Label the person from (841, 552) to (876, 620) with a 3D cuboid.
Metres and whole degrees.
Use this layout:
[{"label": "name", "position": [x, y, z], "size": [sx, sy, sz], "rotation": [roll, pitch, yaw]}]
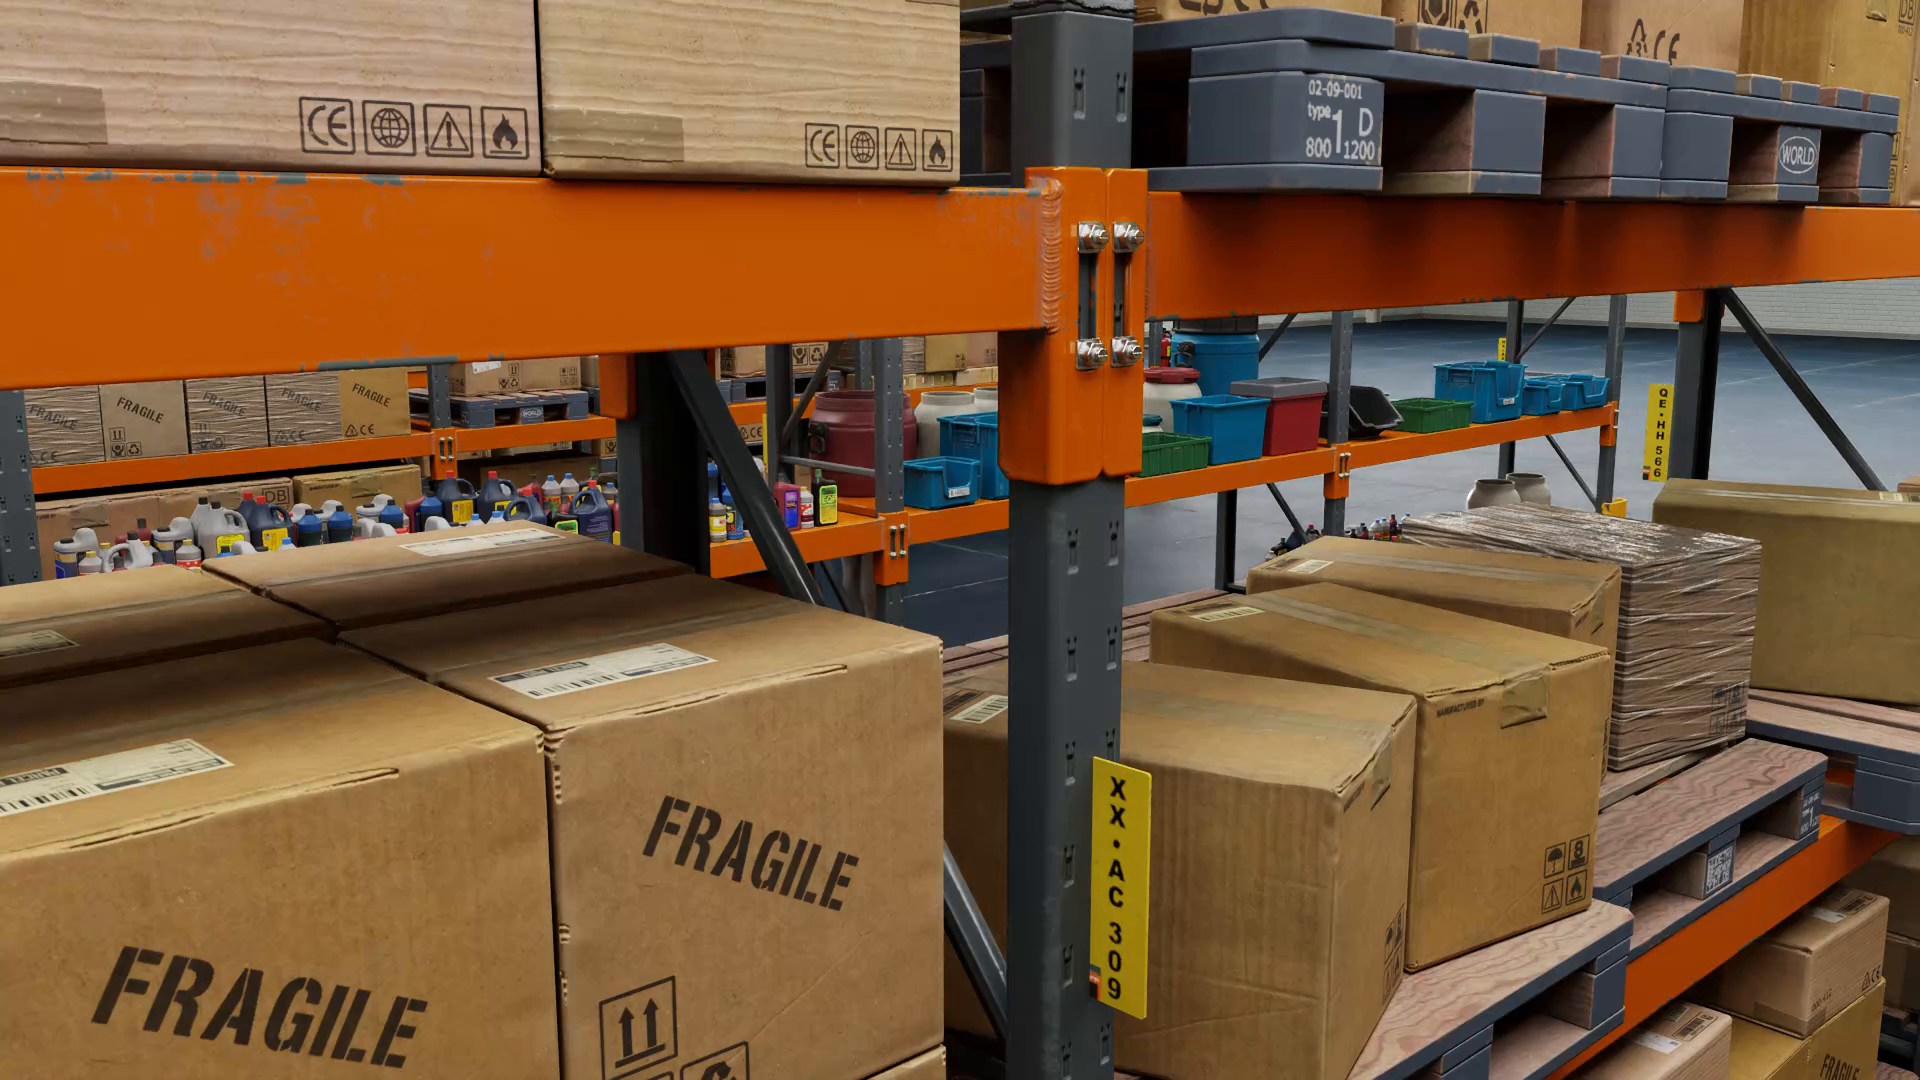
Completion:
[{"label": "person", "position": [-0.648, -0.047, 10.610], "size": [0.555, 1.686, 0.459], "rotation": [-10, 14, -42]}]
